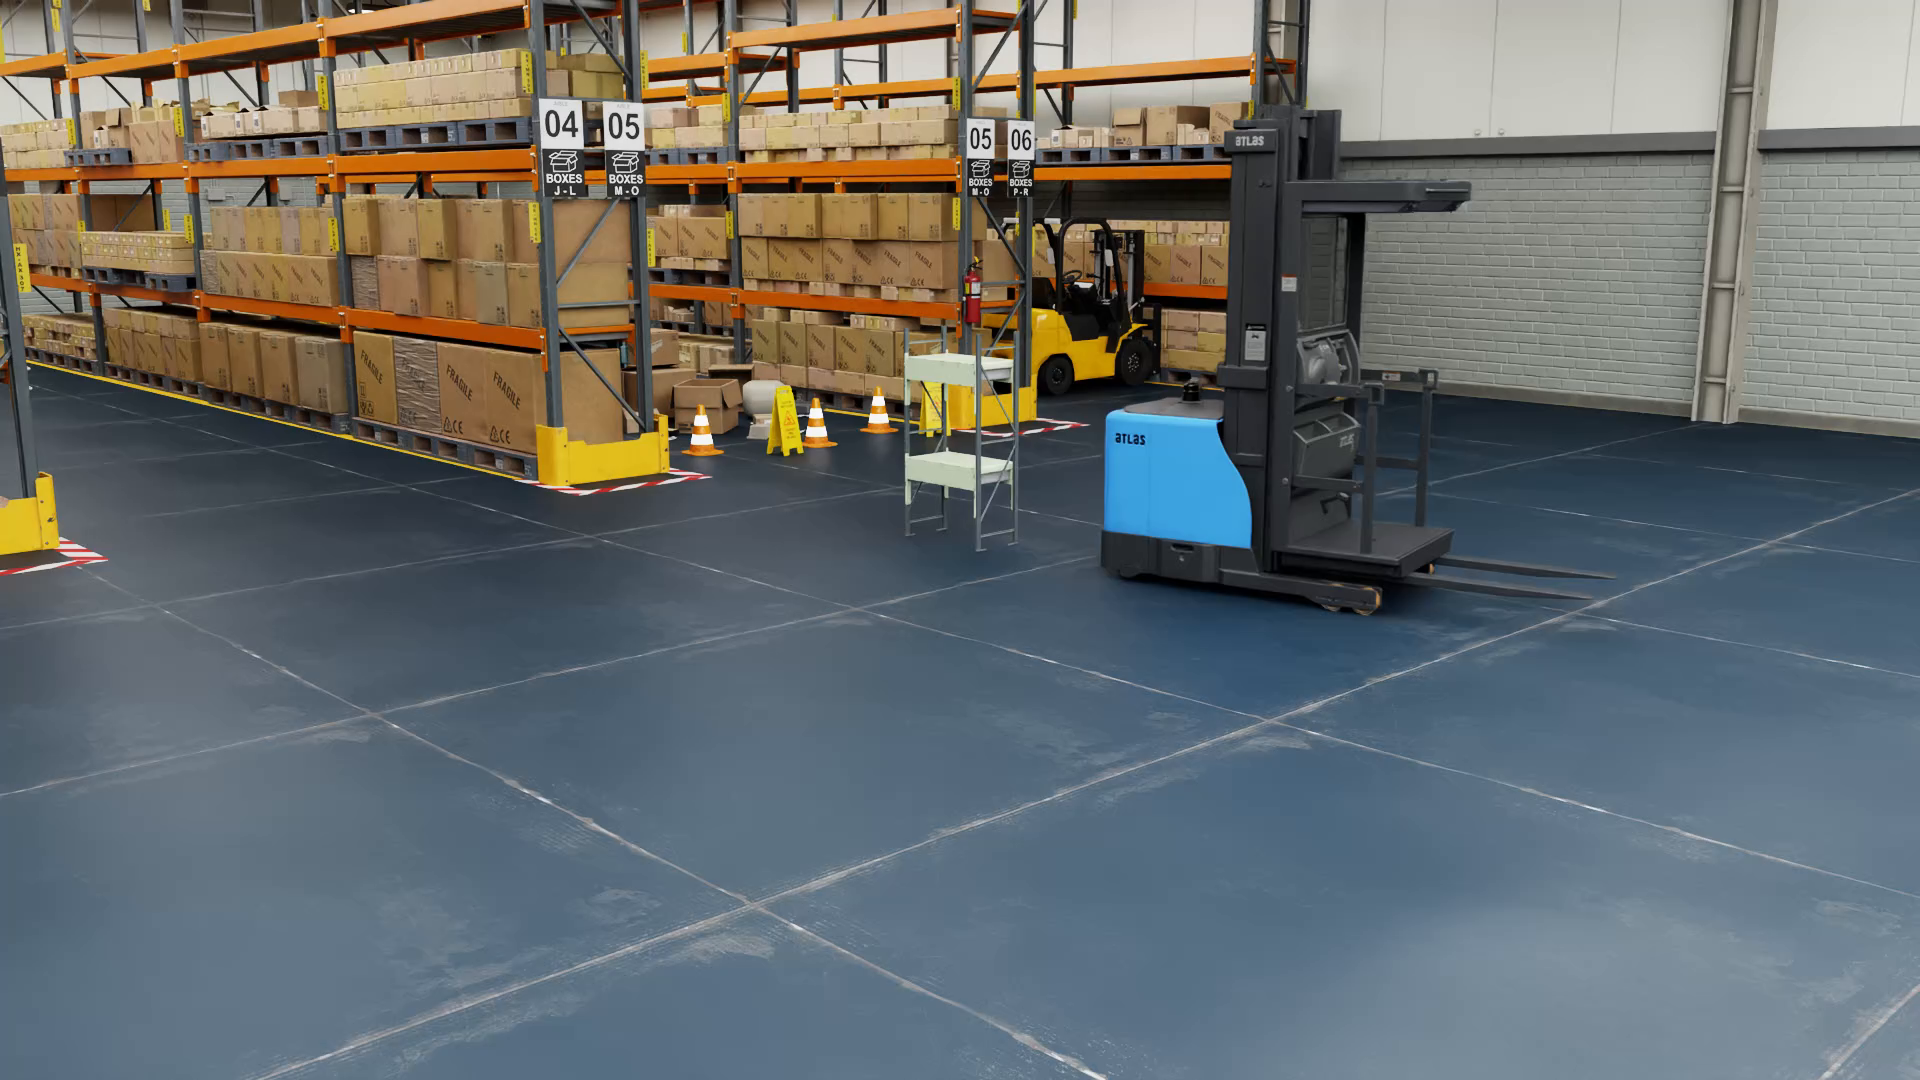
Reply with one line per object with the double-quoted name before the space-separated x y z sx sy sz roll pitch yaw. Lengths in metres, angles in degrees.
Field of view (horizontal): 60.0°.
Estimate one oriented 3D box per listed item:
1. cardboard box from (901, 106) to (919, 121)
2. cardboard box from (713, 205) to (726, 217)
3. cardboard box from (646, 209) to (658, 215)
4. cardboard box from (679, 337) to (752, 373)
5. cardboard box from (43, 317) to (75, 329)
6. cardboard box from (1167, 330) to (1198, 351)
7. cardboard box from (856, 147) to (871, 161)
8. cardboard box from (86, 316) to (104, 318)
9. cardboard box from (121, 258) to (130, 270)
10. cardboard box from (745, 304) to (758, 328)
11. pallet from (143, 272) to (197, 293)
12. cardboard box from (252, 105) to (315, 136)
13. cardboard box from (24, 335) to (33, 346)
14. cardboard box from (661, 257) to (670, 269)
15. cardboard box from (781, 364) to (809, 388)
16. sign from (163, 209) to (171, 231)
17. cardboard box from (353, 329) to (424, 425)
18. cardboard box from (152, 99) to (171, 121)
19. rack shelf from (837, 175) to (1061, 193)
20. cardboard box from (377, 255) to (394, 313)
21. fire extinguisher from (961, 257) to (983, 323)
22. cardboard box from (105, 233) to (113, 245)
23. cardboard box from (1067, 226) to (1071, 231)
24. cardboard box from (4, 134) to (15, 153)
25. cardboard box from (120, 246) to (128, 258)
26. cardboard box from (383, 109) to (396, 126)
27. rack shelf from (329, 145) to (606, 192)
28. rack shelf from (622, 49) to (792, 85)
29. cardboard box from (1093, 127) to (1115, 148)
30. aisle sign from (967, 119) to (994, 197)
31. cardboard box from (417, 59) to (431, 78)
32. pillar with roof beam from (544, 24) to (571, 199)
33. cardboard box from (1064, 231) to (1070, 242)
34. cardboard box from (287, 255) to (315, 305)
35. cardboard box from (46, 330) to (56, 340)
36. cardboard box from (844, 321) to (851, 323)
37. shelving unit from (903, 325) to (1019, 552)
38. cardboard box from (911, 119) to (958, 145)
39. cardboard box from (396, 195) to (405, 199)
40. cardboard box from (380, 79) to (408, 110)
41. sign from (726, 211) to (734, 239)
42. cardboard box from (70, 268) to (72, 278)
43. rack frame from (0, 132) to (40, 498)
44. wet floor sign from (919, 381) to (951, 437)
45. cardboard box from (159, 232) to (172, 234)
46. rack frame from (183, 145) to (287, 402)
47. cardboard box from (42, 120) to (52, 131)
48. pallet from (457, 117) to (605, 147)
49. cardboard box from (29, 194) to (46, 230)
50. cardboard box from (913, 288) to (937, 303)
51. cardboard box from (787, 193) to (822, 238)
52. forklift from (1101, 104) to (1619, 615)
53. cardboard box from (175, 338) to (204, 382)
"cardboard box" -0.406 -4.555 17.798 0.380 0.149 0.250 -11 16 -43
"cardboard box" -3.275 -4.296 21.697 0.380 0.149 0.250 -10 15 -39
"cardboard box" -5.926 -5.876 30.777 0.500 0.500 0.500 -10 16 -41
"cardboard box" -3.244 -2.415 21.672 0.950 0.372 0.625 -10 15 -39
"cardboard box" -13.288 -3.195 24.536 0.380 0.149 0.250 -10 15 -40
"cardboard box" 3.068 -2.630 21.780 0.500 0.250 0.500 -11 16 -43
"cardboard box" -0.932 -4.282 18.451 0.250 0.149 0.380 11 16 44
"cardboard box" -12.868 -3.279 24.942 0.380 0.149 0.250 -10 15 -40
"cardboard box" -10.400 -3.513 21.111 0.250 0.149 0.380 11 16 43
"cardboard box" -3.431 -3.905 28.588 0.500 0.500 0.500 11 16 43
"pallet" -9.223 -3.190 20.439 1.213 0.211 1.003 -11 16 -43
"cardboard box" -7.261 -4.517 17.900 0.500 0.311 0.500 11 16 43
"cardboard box" -14.048 -3.051 25.311 0.380 0.149 0.250 -10 16 -41
"cardboard box" -3.631 -3.586 21.466 0.380 0.149 0.250 -11 16 -43
"cardboard box" -1.792 -1.975 19.837 0.500 0.250 0.500 -10 15 -39
"sign" -11.017 -4.424 23.081 0.100 0.325 0.005 -11 16 -43
"cardboard box" -5.508 -1.675 16.832 0.875 0.875 0.875 -11 16 -42
"cardboard box" -9.486 -5.184 20.061 0.396 0.266 0.258 -11 16 -43
"rack shelf" -0.175 -5.417 25.119 1.077 0.370 4.000 -11 16 -43
"cardboard box" -5.232 -2.556 16.510 0.875 0.550 0.550 -11 16 -43
"fire extinguisher" 0.127 -2.613 17.354 0.296 0.674 0.183 -11 16 -43
"cardboard box" -10.757 -3.880 21.417 0.380 0.149 0.250 -11 16 -43
"cardboard box" 1.640 -4.371 23.102 0.380 0.149 0.250 -11 16 -44
"cardboard box" -13.702 -5.827 24.460 0.500 0.250 0.500 -11 16 -43
"cardboard box" -10.395 -3.658 21.076 0.380 0.149 0.250 -11 16 -44
"cardboard box" -5.182 -3.963 15.616 0.380 0.149 0.250 -11 16 -43
"rack shelf" -4.511 -3.436 15.506 1.077 0.370 4.000 -11 16 -43
"rack shelf" -3.763 -5.998 21.497 1.077 0.370 4.000 -11 16 -43
"cardboard box" 2.011 -5.407 22.334 0.258 0.266 0.396 11 16 44
"aisle sign" 0.214 -3.956 17.237 0.394 0.787 0.004 -11 16 -43
"cardboard box" -4.661 -4.243 14.999 0.380 0.149 0.250 -11 16 -42
"pillar with roof beam" -11.405 -8.617 31.436 9.100 9.000 0.548 -11 16 -43
"cardboard box" 1.616 -4.220 23.105 0.380 0.149 0.250 -11 16 -43
"cardboard box" -6.794 -2.773 17.690 0.500 0.500 0.500 -11 16 -43
"cardboard box" -13.271 -3.056 24.599 0.250 0.149 0.380 11 16 42
"cardboard box" -1.073 -2.345 19.775 0.500 0.500 0.500 -10 15 -40
"shelving unit" 0.005 -0.734 11.755 0.431 1.500 0.755 -11 16 -43
"cardboard box" -0.167 -4.311 17.602 0.500 0.250 0.500 -11 16 -43
"cardboard box" -8.805 -5.466 26.677 0.380 0.149 0.250 -11 16 -43
"cardboard box" -5.058 -4.150 15.534 0.500 0.250 0.500 -11 16 -43
"sign" -2.780 -3.805 20.078 0.100 0.325 0.005 -11 16 -43
"cardboard box" -12.181 -3.735 23.228 0.380 0.149 0.250 -10 15 -40
"rack frame" -6.787 -1.351 11.036 1.000 3.000 0.127 -11 16 -43
"wet floor sign" -0.262 -1.402 17.118 0.267 0.644 0.232 -5 13 -23
"cardboard box" -10.286 -3.970 21.854 0.250 0.149 0.380 11 16 43
"rack frame" -8.654 -3.195 19.987 1.000 3.000 0.127 -11 16 -43
"cardboard box" -12.556 -5.773 23.211 0.250 0.149 0.380 11 16 43
"pallet" -3.649 -3.560 14.544 1.003 0.211 1.213 -11 16 -43
"cardboard box" -13.010 -4.719 23.920 0.500 0.500 0.500 11 16 43
"cardboard box" -0.287 -2.655 17.989 0.380 0.149 0.250 -11 16 -43
"cardboard box" -1.570 -3.751 19.223 0.700 0.500 0.500 -11 16 -44
"forklift" 2.423 -1.115 10.061 3.031 2.935 1.130 8 14 32
"cardboard box" -9.298 -2.236 20.486 0.500 0.500 0.500 -11 16 -43
